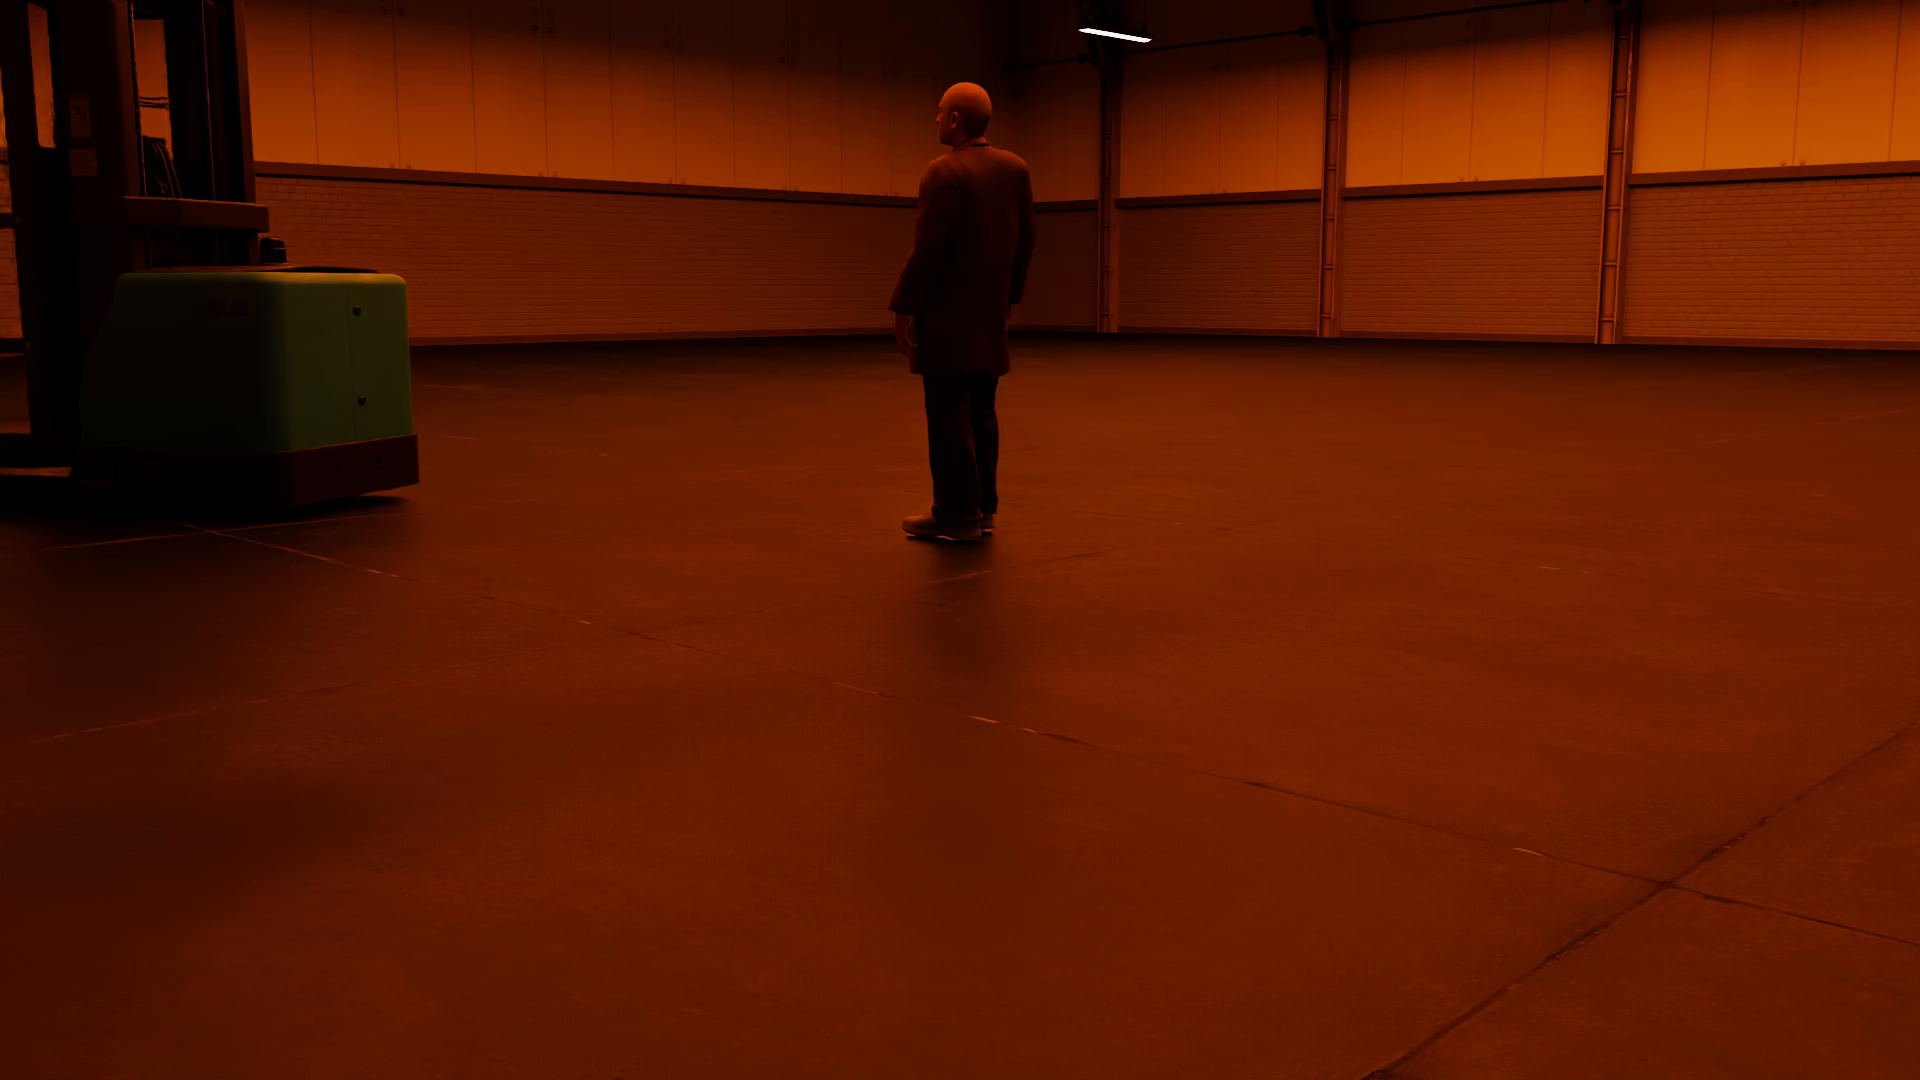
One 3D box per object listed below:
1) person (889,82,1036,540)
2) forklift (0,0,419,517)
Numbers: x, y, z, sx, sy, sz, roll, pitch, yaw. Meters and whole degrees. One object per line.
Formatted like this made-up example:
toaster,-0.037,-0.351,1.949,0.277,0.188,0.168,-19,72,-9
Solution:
person,-0.063,-0.896,6.650,0.579,1.777,0.698,8,12,43
forklift,-4.196,-1.653,7.852,3.031,2.935,1.130,3,9,17
